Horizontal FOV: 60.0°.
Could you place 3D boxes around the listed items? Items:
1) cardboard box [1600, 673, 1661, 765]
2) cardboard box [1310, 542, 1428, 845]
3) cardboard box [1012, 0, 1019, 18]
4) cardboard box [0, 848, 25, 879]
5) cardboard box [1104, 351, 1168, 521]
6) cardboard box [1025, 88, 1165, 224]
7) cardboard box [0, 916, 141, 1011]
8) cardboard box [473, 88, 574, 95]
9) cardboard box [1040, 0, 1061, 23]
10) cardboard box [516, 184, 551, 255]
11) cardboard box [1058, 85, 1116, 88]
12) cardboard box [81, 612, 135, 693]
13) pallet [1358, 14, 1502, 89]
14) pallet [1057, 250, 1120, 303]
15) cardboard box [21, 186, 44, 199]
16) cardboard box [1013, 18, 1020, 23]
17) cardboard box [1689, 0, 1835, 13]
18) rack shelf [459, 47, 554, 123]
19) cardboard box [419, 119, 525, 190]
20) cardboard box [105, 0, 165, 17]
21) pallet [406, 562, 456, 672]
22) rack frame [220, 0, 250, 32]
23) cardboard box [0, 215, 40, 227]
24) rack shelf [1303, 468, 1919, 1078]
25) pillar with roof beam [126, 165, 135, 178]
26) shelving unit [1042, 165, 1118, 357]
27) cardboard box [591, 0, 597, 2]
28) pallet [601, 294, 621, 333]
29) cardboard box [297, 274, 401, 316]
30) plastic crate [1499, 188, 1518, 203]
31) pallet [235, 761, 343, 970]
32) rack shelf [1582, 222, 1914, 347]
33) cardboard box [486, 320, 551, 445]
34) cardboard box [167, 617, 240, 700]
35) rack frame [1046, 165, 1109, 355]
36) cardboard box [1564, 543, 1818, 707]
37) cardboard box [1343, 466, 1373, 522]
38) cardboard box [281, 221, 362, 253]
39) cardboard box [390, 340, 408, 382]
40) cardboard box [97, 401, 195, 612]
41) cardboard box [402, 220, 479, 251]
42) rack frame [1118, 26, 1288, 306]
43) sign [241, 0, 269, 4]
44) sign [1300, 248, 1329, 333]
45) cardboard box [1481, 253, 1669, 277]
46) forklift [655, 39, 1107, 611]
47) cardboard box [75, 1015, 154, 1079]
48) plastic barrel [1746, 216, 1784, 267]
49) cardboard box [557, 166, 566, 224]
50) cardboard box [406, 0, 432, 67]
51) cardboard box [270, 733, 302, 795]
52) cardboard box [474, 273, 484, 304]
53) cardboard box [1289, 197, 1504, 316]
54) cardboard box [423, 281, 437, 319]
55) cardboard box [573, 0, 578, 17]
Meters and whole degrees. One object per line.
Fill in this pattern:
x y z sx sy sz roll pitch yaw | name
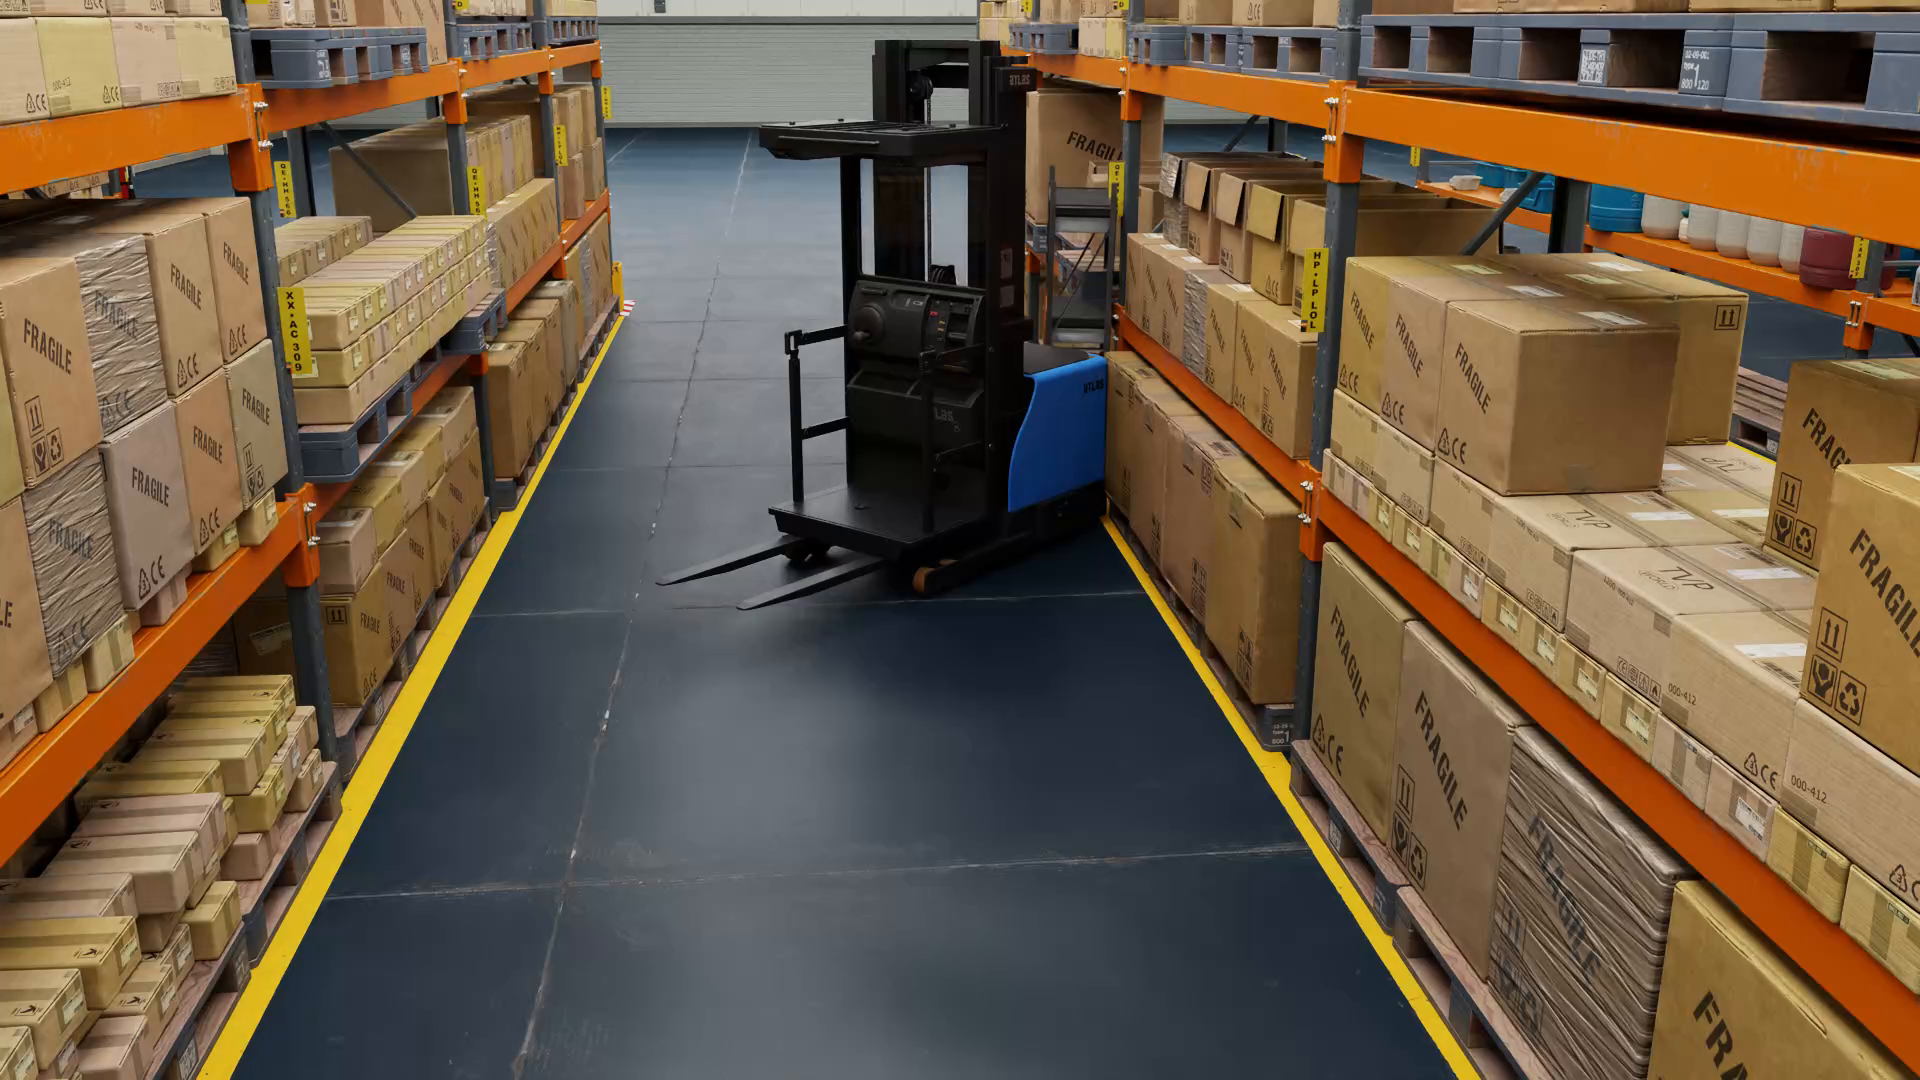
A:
1.859 0.439 4.190 0.380 0.149 0.250 -2 18 -7 | cardboard box
1.906 0.540 6.295 0.875 0.875 0.875 -2 18 -6 | cardboard box
0.668 -4.730 14.811 0.380 0.149 0.250 -2 18 -7 | cardboard box
-3.048 1.027 4.962 0.380 0.149 0.250 -3 18 -8 | cardboard box
1.555 -0.645 10.069 1.225 0.875 0.875 -3 18 -8 | cardboard box
1.035 -3.101 13.346 1.000 1.000 1.000 -2 18 -5 | cardboard box
-2.486 1.160 4.539 0.380 0.149 0.250 -2 17 -5 | cardboard box
-4.194 -4.068 16.072 0.875 0.550 0.550 -2 18 -6 | cardboard box
1.042 -4.394 13.283 0.797 0.503 0.637 -3 18 -8 | cardboard box
-3.480 -2.483 12.911 0.500 0.500 0.500 -2 18 -6 | cardboard box
1.194 -3.962 15.458 0.500 0.500 0.500 -2 18 -6 | cardboard box
-2.532 0.312 4.595 0.380 0.149 0.250 -1 17 -5 | cardboard box
1.991 -1.617 5.461 1.003 0.211 1.213 -2 18 -6 | pallet
1.325 -1.782 11.165 1.213 0.211 1.003 -2 18 -6 | pallet
-8.719 -3.328 15.106 0.500 0.500 0.500 -2 17 -5 | cardboard box
0.742 -4.499 14.743 0.500 0.250 0.500 -1 17 -4 | cardboard box
2.183 -1.485 3.856 0.700 0.500 0.500 -3 18 -9 | cardboard box
-3.646 -3.225 11.634 1.077 0.370 4.000 -2 18 -6 | rack shelf
-3.740 -2.957 12.751 0.700 0.500 0.500 -2 18 -7 | cardboard box
-2.684 -1.662 4.872 0.500 0.250 0.500 -3 18 -8 | cardboard box
-3.238 0.385 8.599 1.003 0.211 1.213 -2 18 -6 | pallet
-3.027 -3.212 5.383 1.000 3.000 0.127 -2 18 -6 | rack frame
-3.154 -0.720 5.130 0.500 0.500 0.500 -2 18 -7 | cardboard box
2.123 0.467 4.884 1.077 0.370 4.000 -2 18 -6 | rack shelf
-12.514 -11.710 32.452 9.100 9.000 0.400 -2 18 -6 | pillar with roof beam
0.744 -1.293 10.651 0.431 2.100 0.503 1 24 2 | shelving unit
-3.936 -5.537 16.684 0.500 0.250 0.500 -2 17 -5 | cardboard box
-4.104 -2.358 17.337 1.003 0.211 1.213 -2 18 -6 | pallet
-2.692 -1.079 7.331 0.380 0.149 0.250 -2 18 -6 | cardboard box
5.599 -3.359 16.309 0.530 0.136 0.437 -2 18 -6 | plastic crate
-2.922 1.180 6.066 1.003 0.211 1.213 -2 18 -6 | pallet
6.225 -2.070 12.963 1.077 0.370 4.000 -2 18 -6 | rack shelf
-3.506 -1.113 11.768 1.050 0.750 0.750 -2 17 -5 | cardboard box
-3.354 0.430 7.271 0.500 0.500 0.500 -2 18 -7 | cardboard box
0.754 -1.392 10.874 0.400 2.100 0.015 1 24 2 | rack frame
1.911 0.210 4.254 0.500 0.250 0.500 -2 18 -8 | cardboard box
1.644 -0.176 6.149 0.380 0.149 0.250 -2 18 -7 | cardboard box
-3.554 -1.682 9.251 0.380 0.149 0.250 -2 18 -7 | cardboard box
-2.691 -0.793 7.414 0.380 0.149 0.250 -2 18 -5 | cardboard box
-2.593 -0.101 4.826 0.500 0.500 0.500 -2 18 -6 | cardboard box
-2.909 -1.699 9.305 0.380 0.149 0.250 -2 18 -6 | cardboard box
1.505 -1.664 10.470 1.000 3.000 0.127 -2 18 -6 | rack frame
-2.488 -2.046 5.816 0.100 0.325 0.005 -2 18 -6 | sign
1.378 -0.967 6.450 0.100 0.325 0.005 -2 18 -6 | sign
2.231 -0.772 6.130 0.500 0.500 0.500 -1 17 -4 | cardboard box
-0.393 -1.253 9.273 1.130 2.935 3.031 14 22 37 | forklift
-2.468 1.457 4.585 0.380 0.149 0.250 -3 18 -8 | cardboard box
6.069 -2.296 12.296 0.421 0.512 0.421 0 17 0 | plastic barrel
-3.981 -3.077 14.720 0.875 0.550 0.550 -2 18 -6 | cardboard box
-3.063 -2.709 8.624 0.500 0.500 0.500 -2 18 -6 | cardboard box
-2.638 0.833 6.078 0.380 0.149 0.250 -3 18 -8 | cardboard box
-2.907 -1.415 9.394 0.380 0.149 0.250 -2 18 -6 | cardboard box
1.843 -1.189 7.114 0.797 0.503 0.637 -2 18 -7 | cardboard box
-2.773 -1.169 8.115 0.380 0.149 0.250 -2 18 -7 | cardboard box
-3.708 -4.864 15.207 0.380 0.149 0.250 -2 17 -5 | cardboard box
